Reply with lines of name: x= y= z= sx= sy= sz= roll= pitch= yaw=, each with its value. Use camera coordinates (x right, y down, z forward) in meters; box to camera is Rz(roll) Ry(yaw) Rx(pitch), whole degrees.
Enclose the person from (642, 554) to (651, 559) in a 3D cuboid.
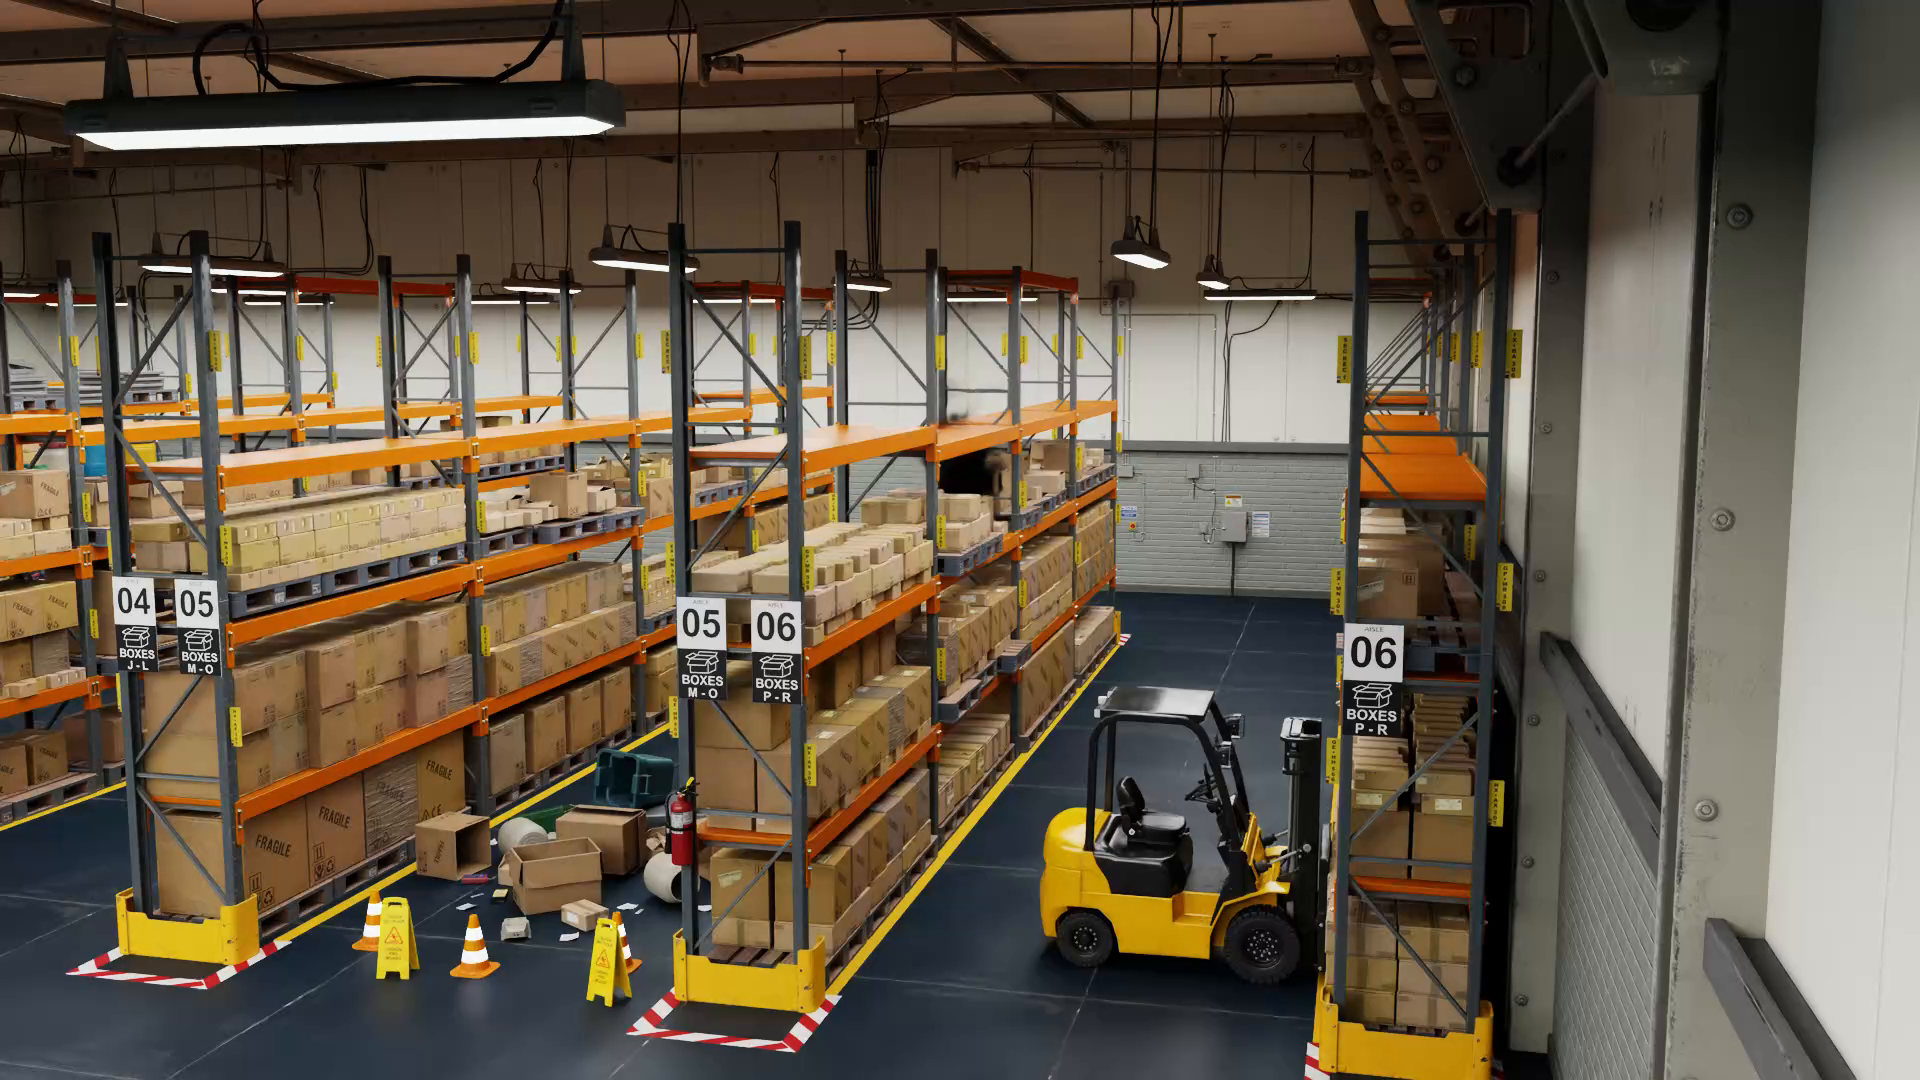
person: x=-5.063 y=1.069 z=26.808 sx=0.573 sy=1.734 sz=0.783 roll=1 pitch=7 yaw=12
